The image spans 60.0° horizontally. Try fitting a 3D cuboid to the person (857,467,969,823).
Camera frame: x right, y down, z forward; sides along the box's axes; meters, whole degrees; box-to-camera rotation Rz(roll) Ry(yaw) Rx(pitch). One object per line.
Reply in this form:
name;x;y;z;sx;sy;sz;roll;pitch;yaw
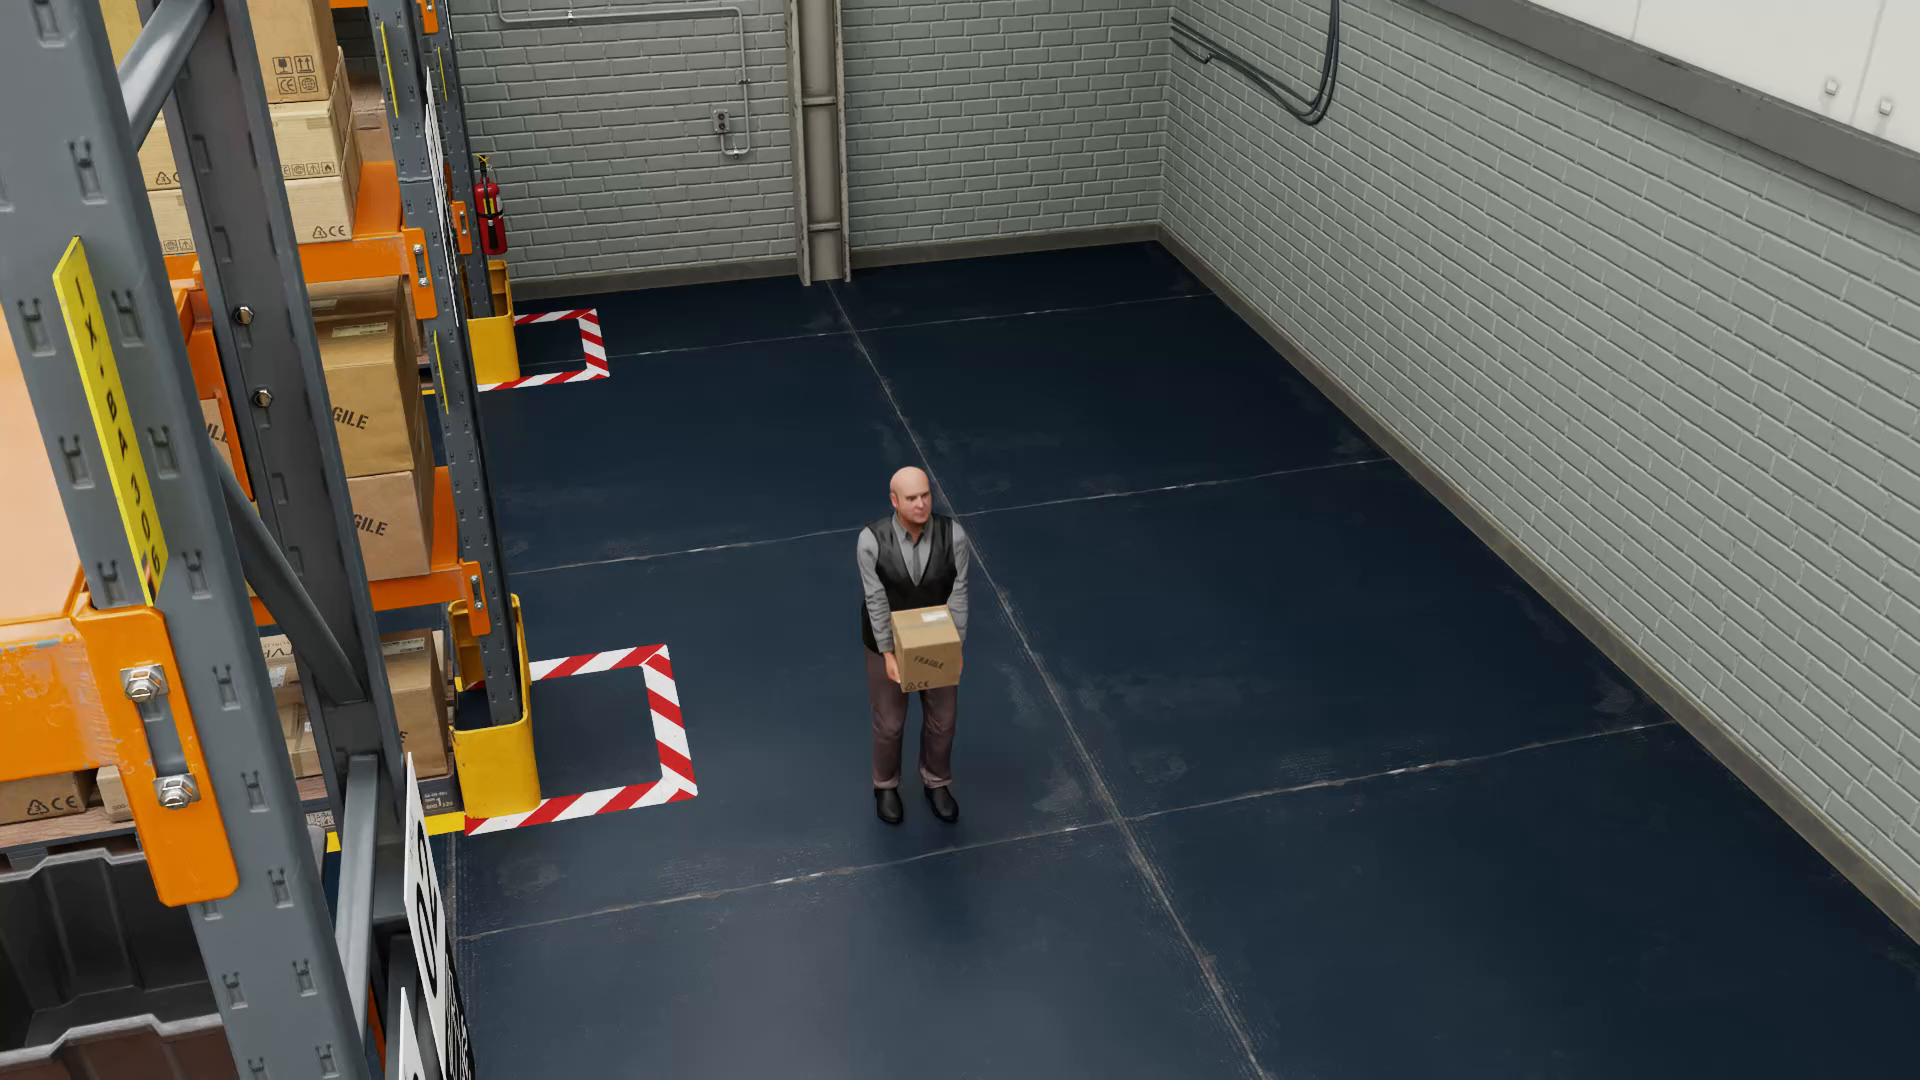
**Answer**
person;-0.178;0.514;7.388;0.494;1.708;0.550;-7;31;-12
